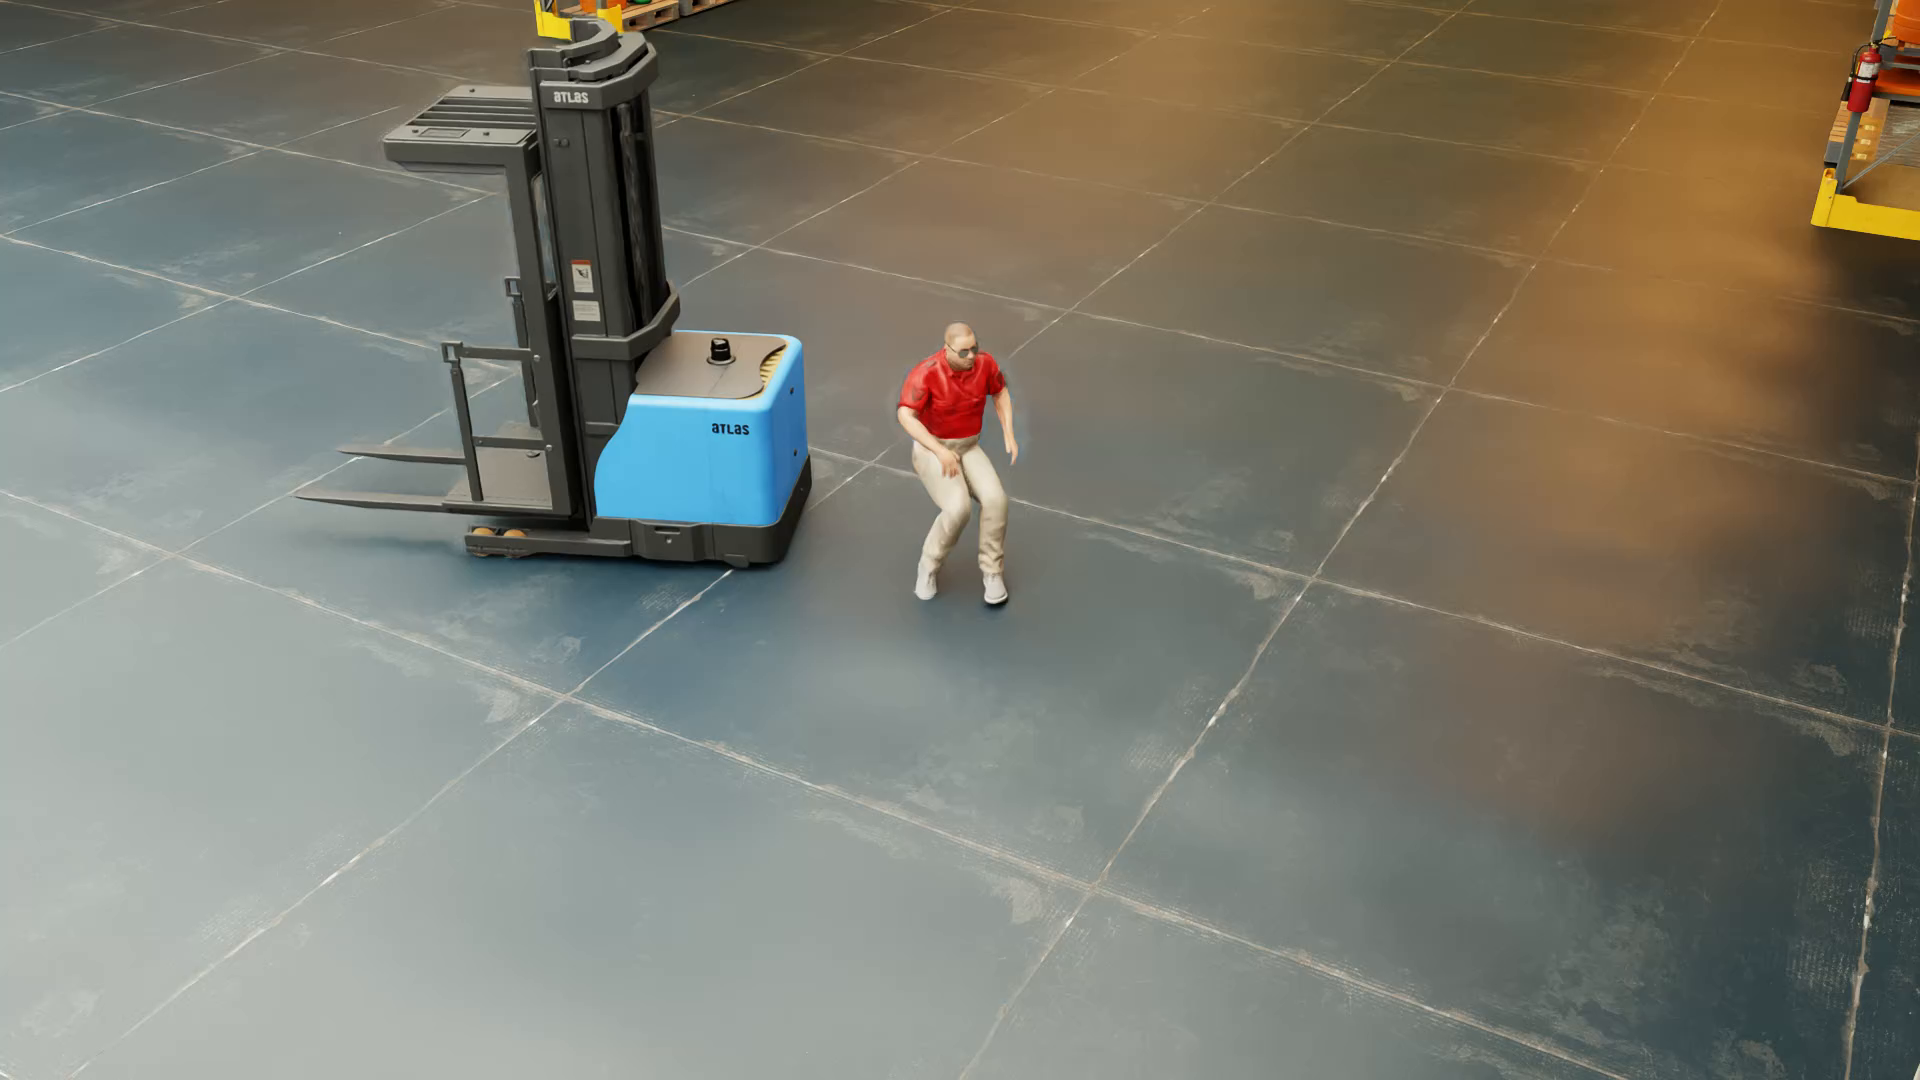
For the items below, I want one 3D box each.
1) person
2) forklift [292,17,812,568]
[{"bbox_3d":[0.067,-0.433,9.343,0.824,1.543,0.855,-19,35,-29],"label":"person"},{"bbox_3d":[-2.485,-1.418,9.528,3.031,2.935,1.130,3,30,6],"label":"forklift"}]
